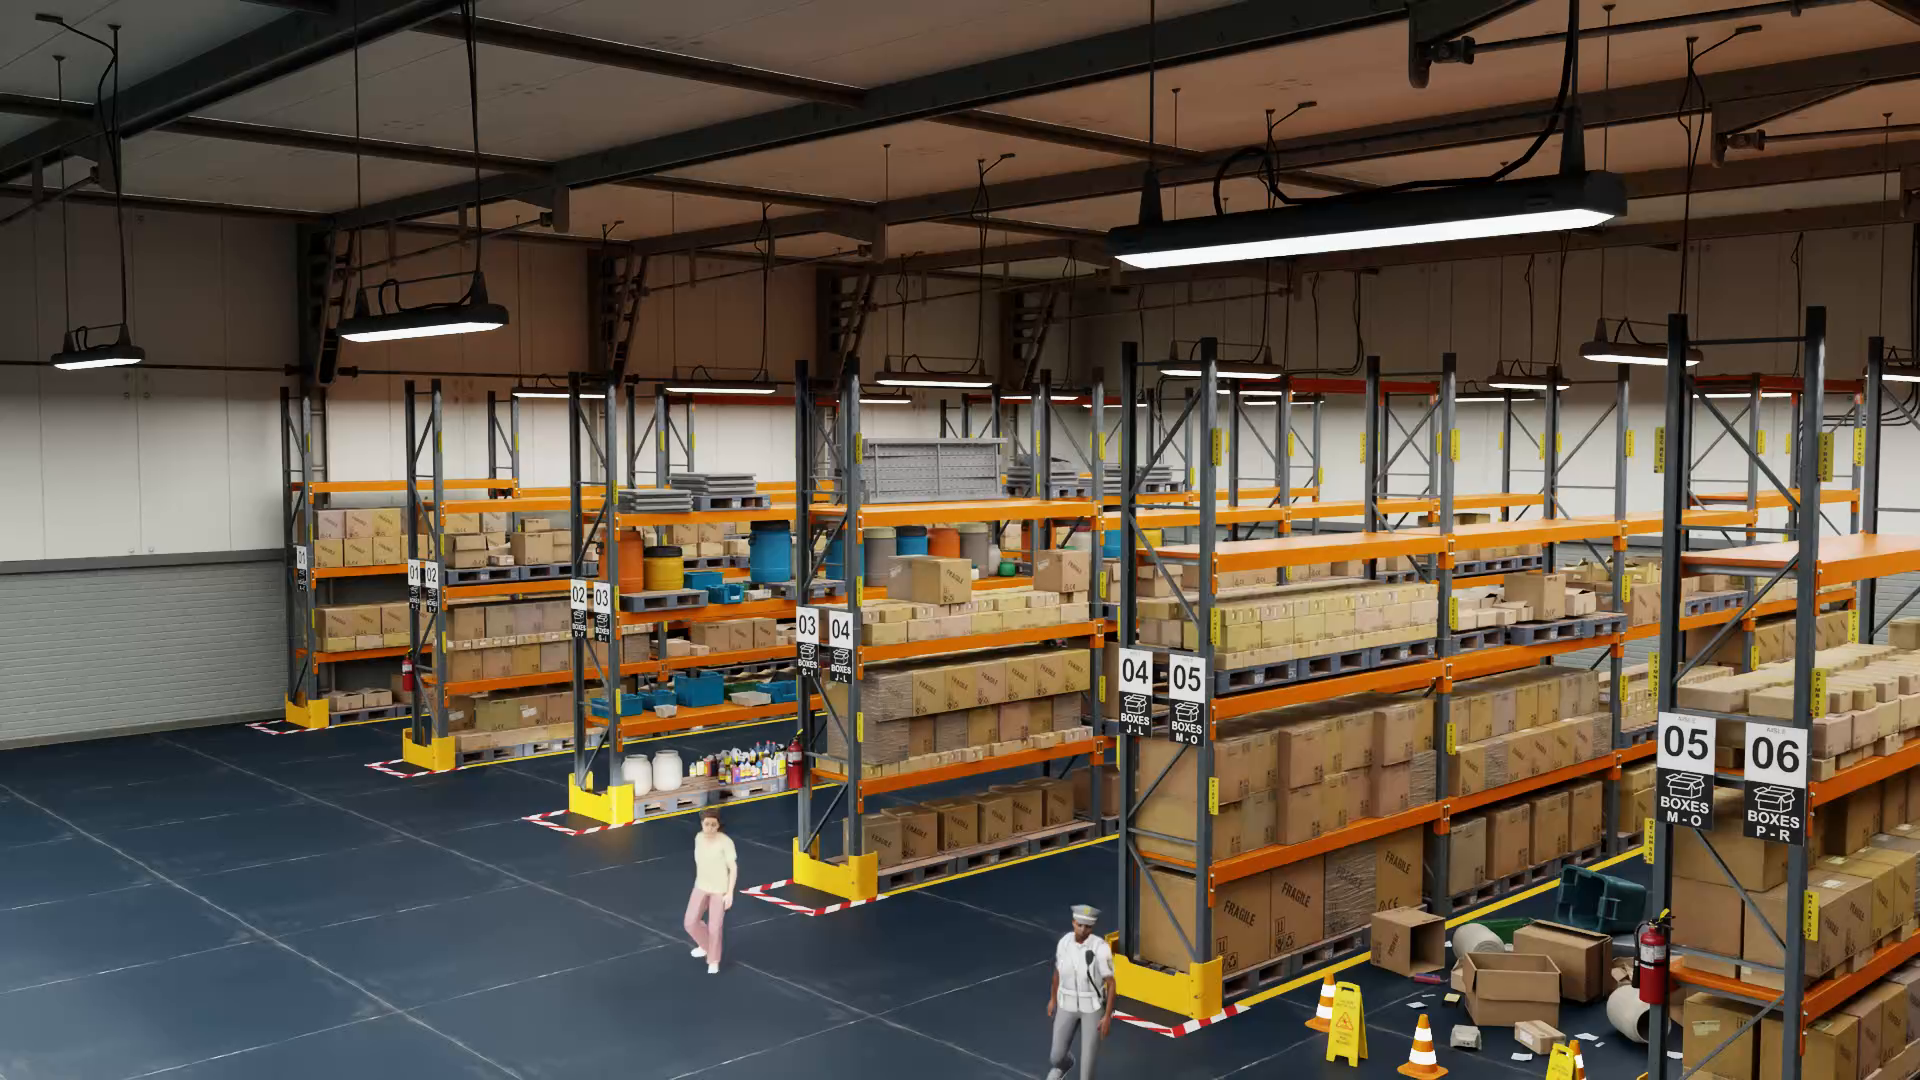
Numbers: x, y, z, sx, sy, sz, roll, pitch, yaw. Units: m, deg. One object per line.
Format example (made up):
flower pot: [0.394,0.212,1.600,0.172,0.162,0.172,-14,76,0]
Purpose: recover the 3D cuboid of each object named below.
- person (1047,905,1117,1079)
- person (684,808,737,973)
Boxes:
person: [0.903,3.535,12.591,0.626,1.649,0.625,1,4,19]
person: [-2.376,3.335,15.921,0.622,1.634,0.527,1,4,20]
